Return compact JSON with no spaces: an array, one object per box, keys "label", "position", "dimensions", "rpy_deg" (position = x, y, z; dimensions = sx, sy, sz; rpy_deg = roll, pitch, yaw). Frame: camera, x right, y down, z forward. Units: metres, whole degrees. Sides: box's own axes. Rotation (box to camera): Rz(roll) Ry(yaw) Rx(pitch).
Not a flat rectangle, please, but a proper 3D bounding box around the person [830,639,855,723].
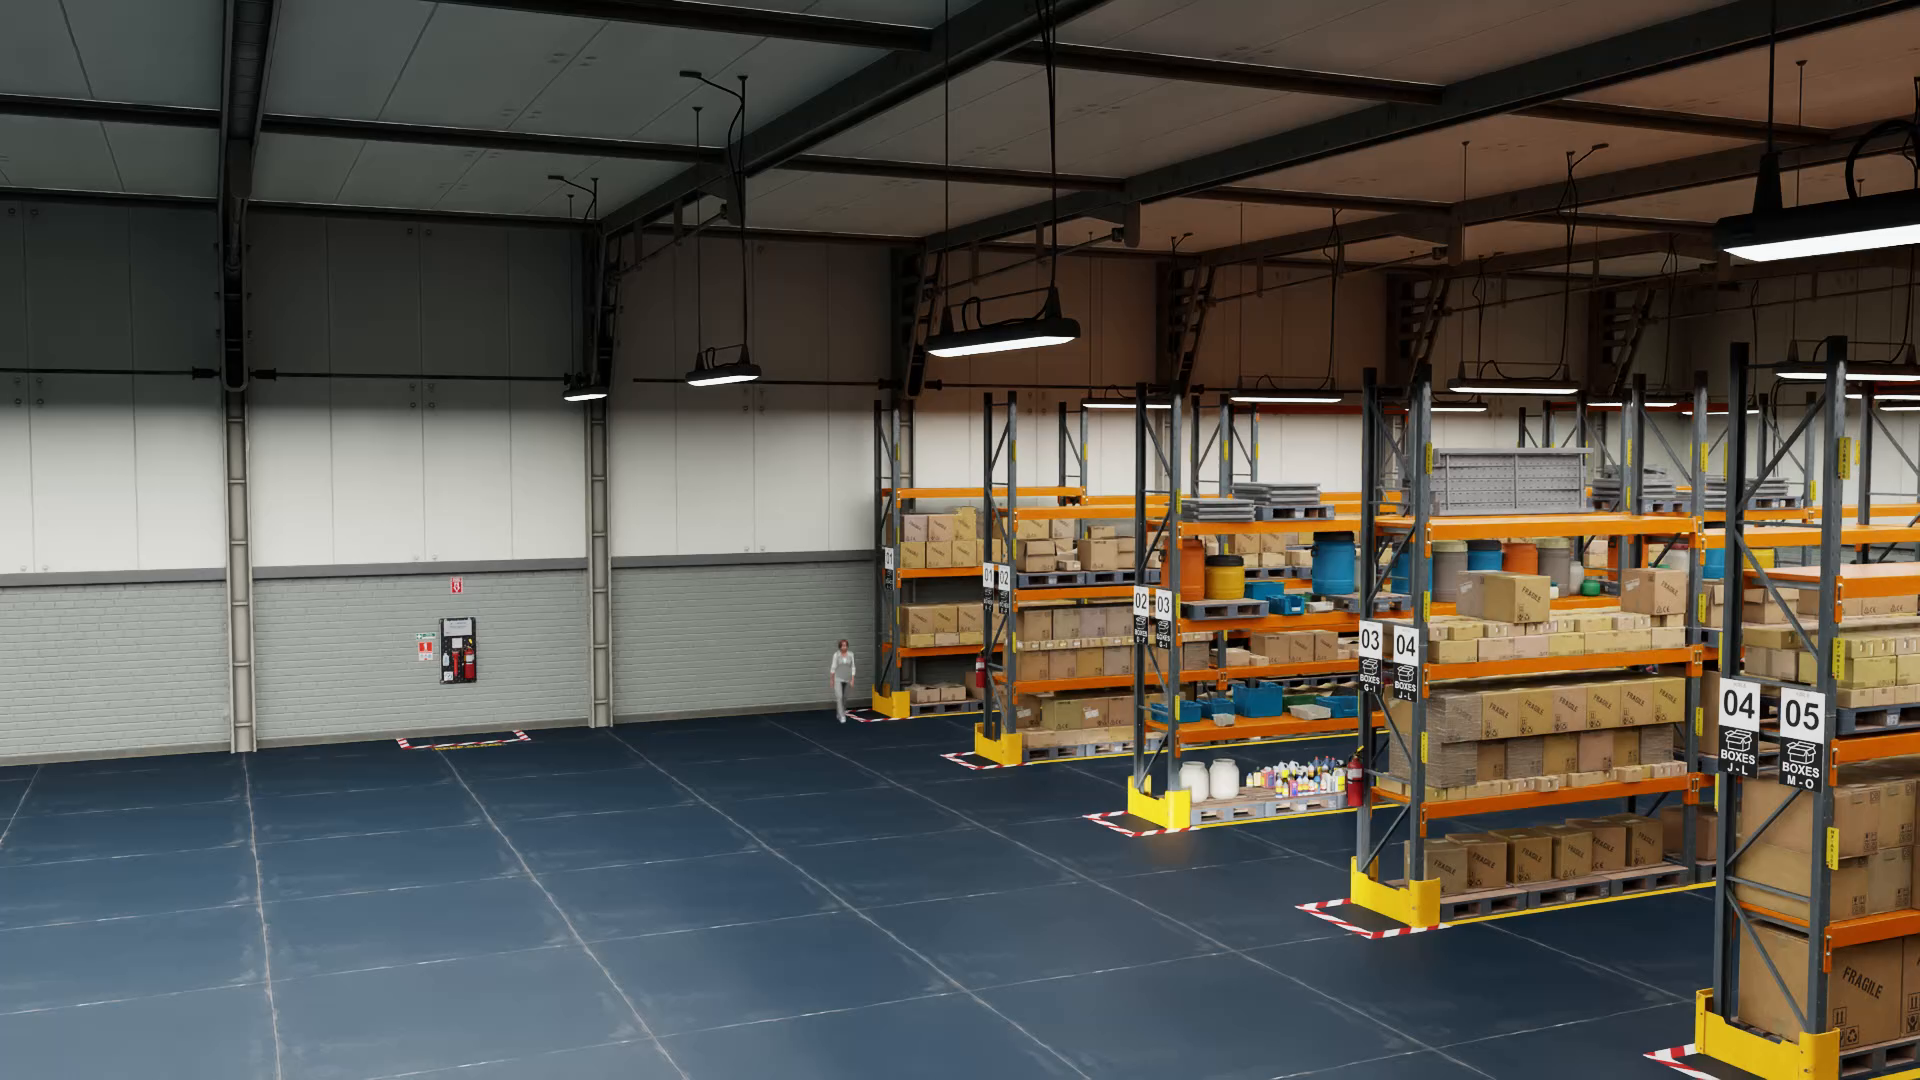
[{"label":"person","position":[-2.144,2.589,30.604],"dimensions":[0.441,1.539,0.965],"rpy_deg":[-2,4,-25]}]
